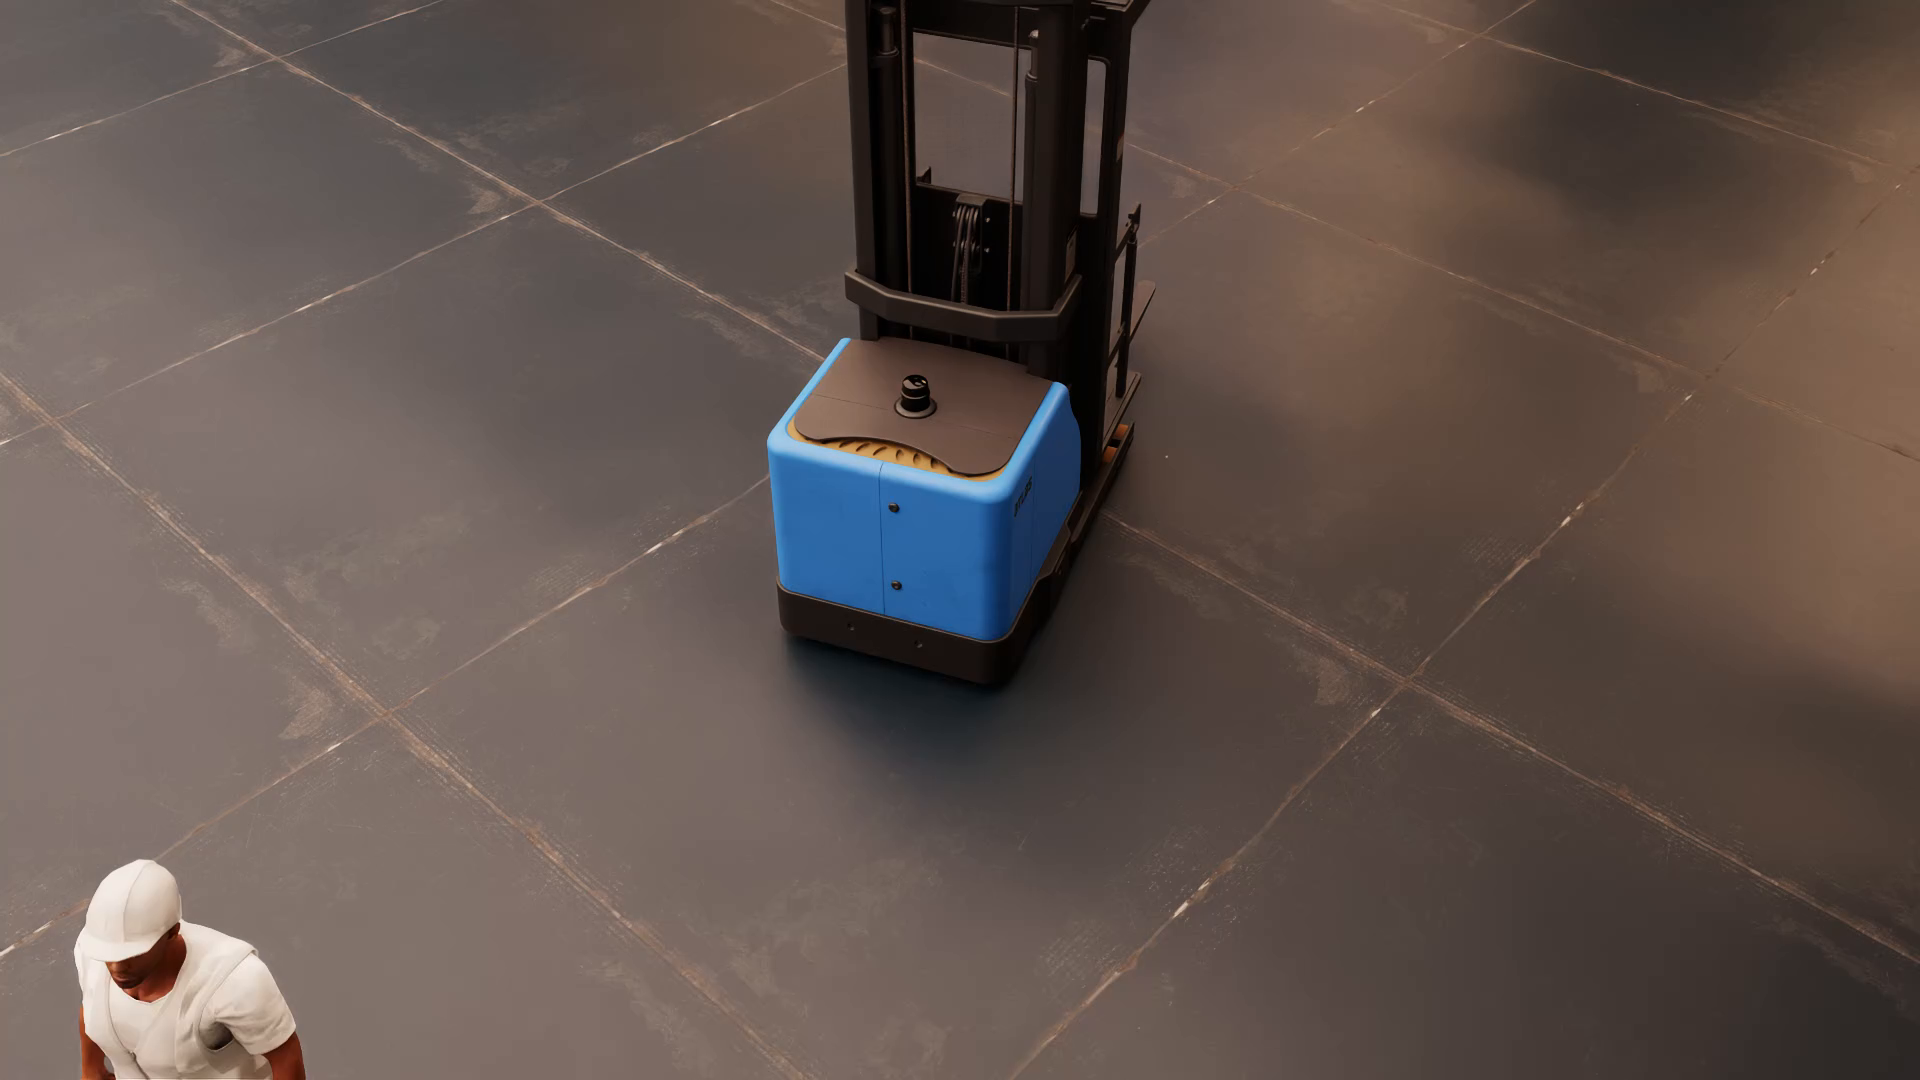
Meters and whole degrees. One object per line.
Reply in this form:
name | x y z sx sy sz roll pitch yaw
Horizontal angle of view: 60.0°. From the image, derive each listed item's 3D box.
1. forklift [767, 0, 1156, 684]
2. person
forklift | 0.211 -1.484 7.158 1.130 2.935 3.031 14 42 15
person | -2.093 1.564 4.489 0.665 1.769 0.574 9 41 10
